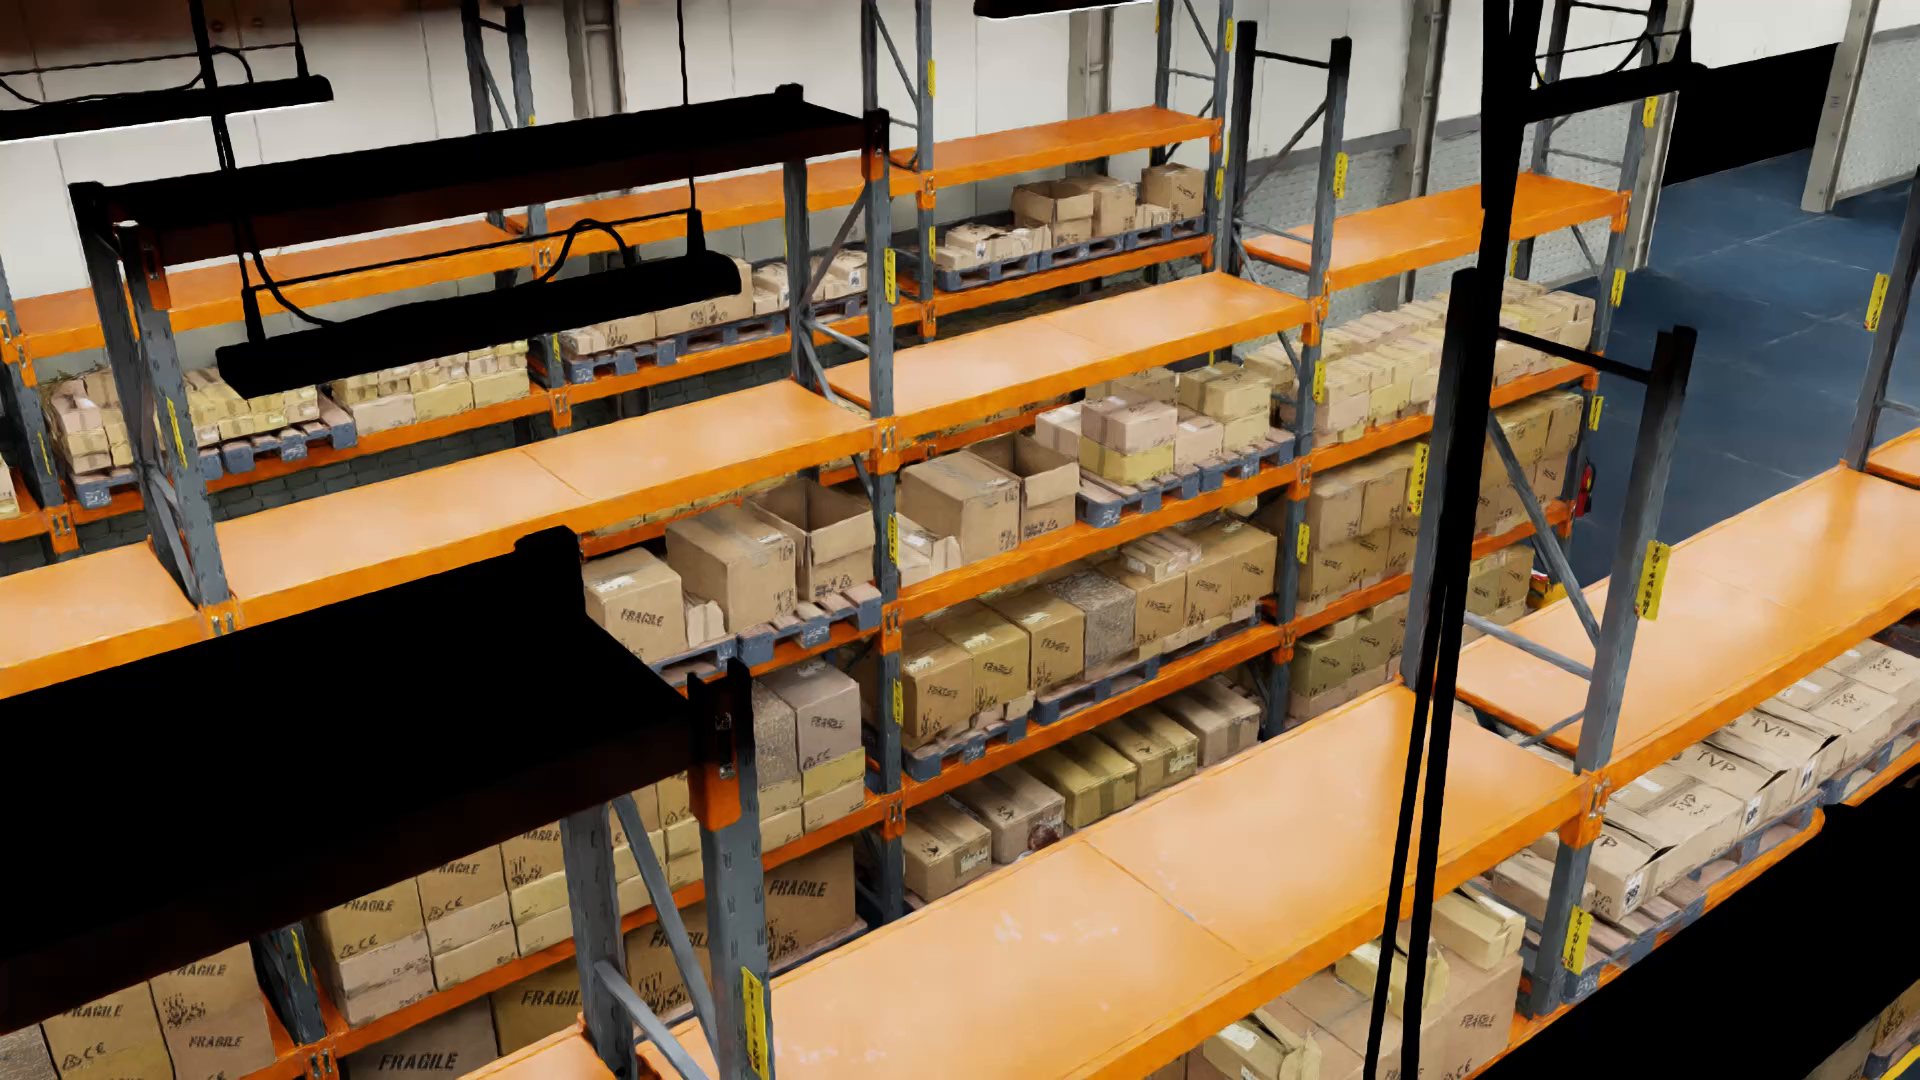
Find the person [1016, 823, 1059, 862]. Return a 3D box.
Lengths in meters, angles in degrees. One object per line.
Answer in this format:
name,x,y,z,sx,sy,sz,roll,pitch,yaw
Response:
person,0.533,2.590,11.069,0.535,1.514,0.532,-5,27,-11
